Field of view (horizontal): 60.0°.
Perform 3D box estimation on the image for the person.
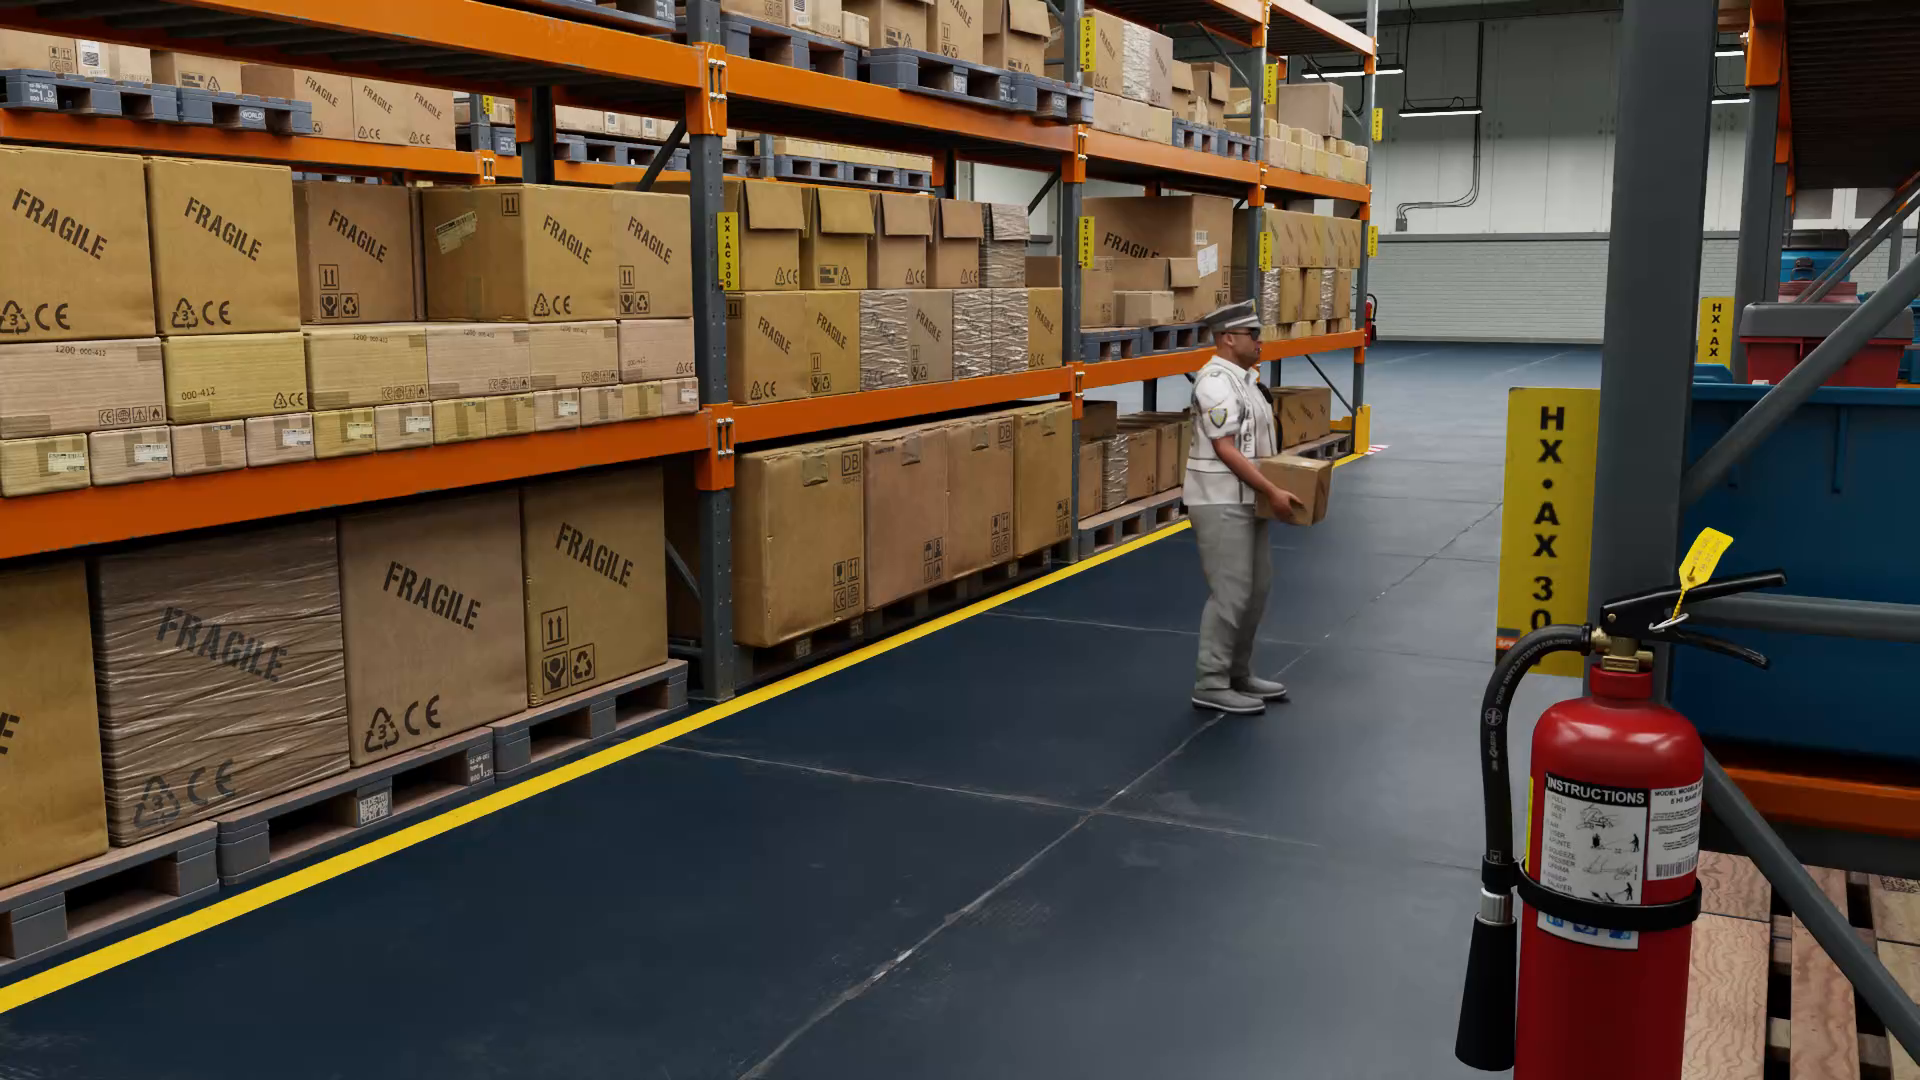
[{"bbox_3d":[1.262,-0.158,7.255,0.545,1.775,0.521,4,10,26],"label":"person"}]
